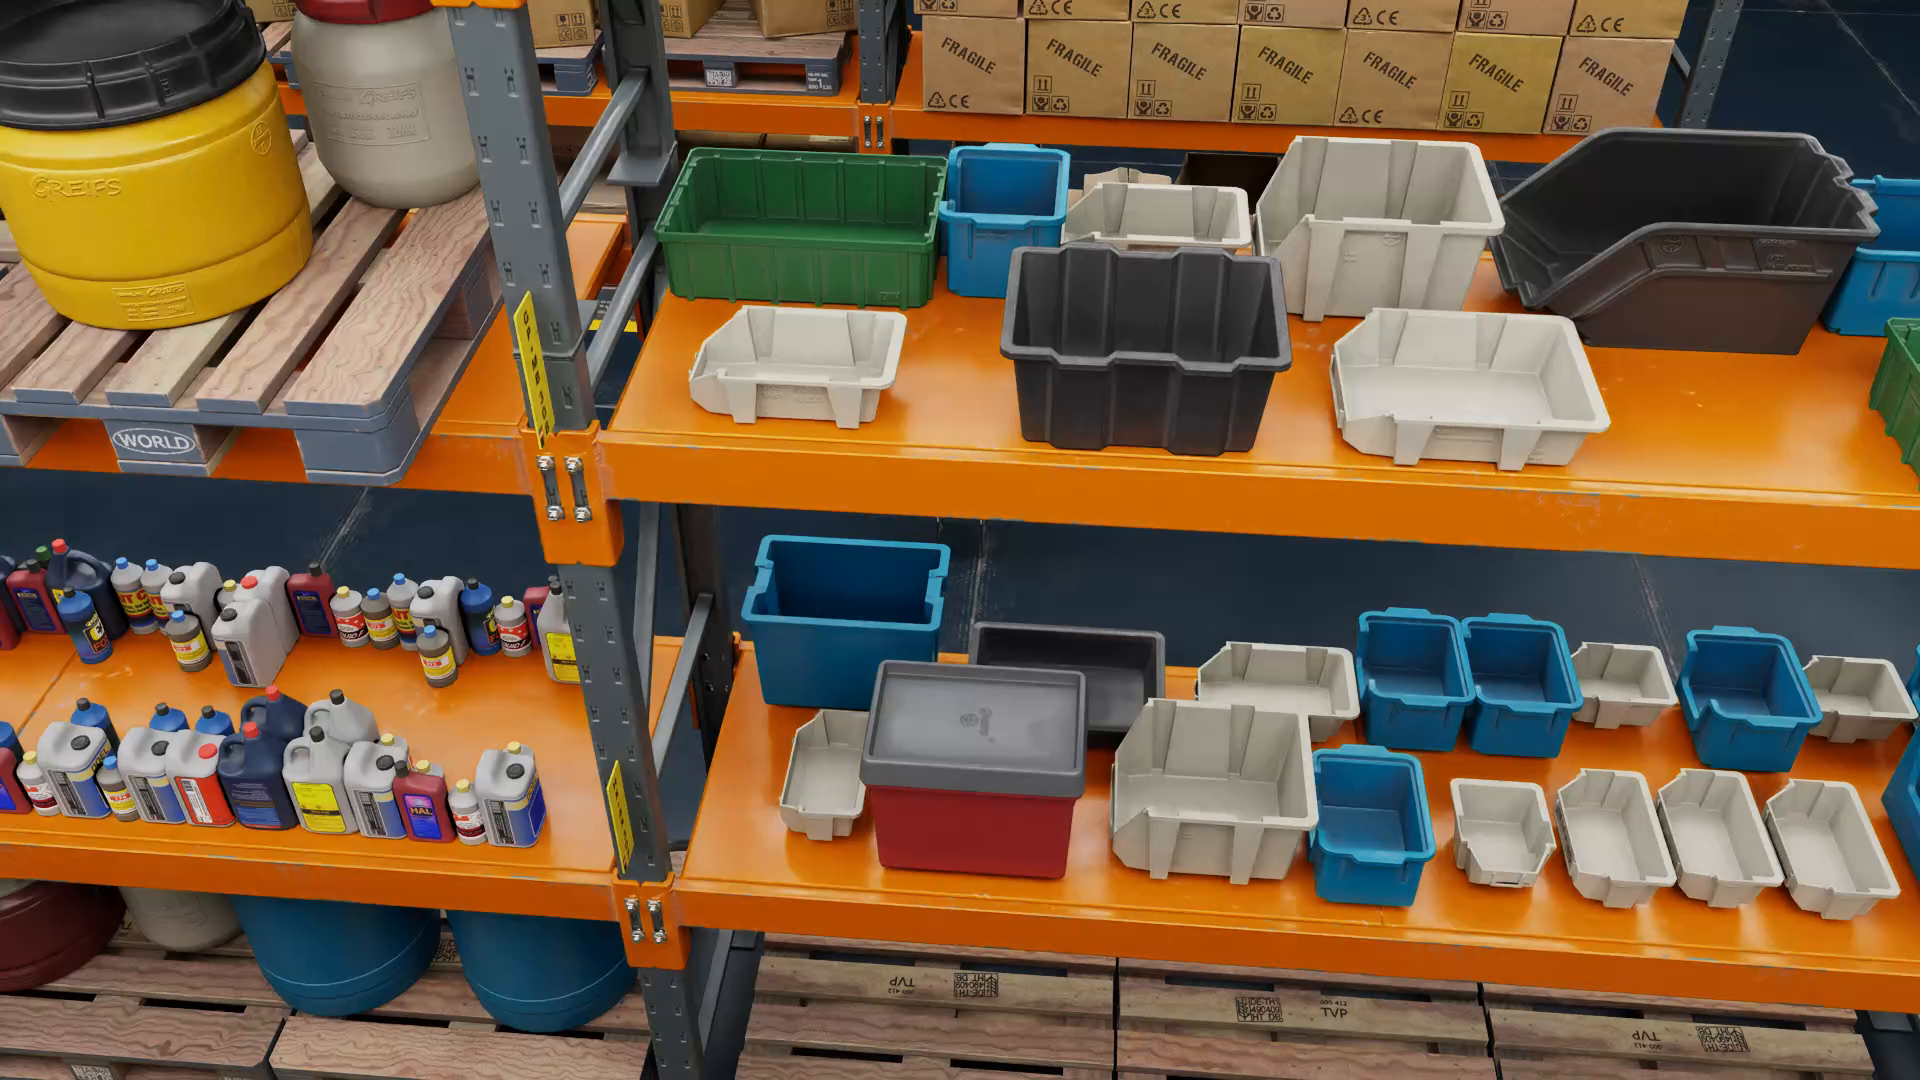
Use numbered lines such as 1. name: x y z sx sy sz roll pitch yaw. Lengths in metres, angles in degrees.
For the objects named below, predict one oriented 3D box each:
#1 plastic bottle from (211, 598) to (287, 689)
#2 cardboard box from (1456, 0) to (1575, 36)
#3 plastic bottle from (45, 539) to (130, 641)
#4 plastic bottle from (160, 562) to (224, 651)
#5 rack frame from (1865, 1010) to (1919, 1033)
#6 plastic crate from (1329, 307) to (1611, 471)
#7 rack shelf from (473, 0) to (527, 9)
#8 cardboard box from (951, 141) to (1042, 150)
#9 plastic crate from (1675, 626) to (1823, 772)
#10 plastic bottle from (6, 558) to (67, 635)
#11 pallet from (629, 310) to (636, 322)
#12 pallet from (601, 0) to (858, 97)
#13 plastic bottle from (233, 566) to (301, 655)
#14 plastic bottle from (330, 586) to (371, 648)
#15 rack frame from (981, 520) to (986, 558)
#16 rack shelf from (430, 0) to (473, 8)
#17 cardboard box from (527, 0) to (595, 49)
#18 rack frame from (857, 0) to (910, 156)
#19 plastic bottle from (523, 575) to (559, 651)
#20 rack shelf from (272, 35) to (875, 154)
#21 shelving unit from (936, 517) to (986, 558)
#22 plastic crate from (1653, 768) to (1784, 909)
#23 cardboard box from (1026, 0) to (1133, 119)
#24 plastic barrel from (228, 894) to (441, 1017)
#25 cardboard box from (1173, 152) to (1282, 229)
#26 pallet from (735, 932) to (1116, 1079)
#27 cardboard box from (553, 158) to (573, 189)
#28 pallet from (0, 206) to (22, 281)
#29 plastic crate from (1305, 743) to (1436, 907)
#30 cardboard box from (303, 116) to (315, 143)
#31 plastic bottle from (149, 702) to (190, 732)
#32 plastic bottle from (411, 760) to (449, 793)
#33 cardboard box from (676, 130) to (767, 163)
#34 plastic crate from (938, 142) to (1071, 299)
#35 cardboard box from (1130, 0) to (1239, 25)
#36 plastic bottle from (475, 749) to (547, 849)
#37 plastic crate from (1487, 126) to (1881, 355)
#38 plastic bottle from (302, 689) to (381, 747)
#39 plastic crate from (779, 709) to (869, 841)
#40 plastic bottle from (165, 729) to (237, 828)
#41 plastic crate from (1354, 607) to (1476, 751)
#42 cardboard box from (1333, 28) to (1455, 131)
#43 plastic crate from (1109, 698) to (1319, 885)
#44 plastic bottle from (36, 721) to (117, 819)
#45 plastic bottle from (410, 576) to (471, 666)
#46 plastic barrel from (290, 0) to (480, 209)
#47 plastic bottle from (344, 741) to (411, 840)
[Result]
1. plastic bottle: -2.187 0.304 5.098 0.135 0.276 0.152 3 39 4
2. cardboard box: 2.622 -2.726 7.852 0.500 0.500 0.500 4 39 5
3. plastic bottle: -2.758 0.145 5.234 0.185 0.351 0.144 3 39 4
4. plastic bottle: -2.405 0.196 5.231 0.135 0.276 0.152 3 39 4
5. rack frame: 3.162 0.694 4.522 0.127 3.000 1.000 3 39 4
6. plastic crate: 1.082 -0.324 3.605 0.530 0.136 0.437 3 39 4
7. rack shelf: 1.169 -1.308 3.115 4.000 0.370 1.077 3 39 4
8. cardboard box: 0.200 -1.988 9.448 0.500 0.500 0.500 3 39 4
9. plastic crate: 2.288 0.479 4.870 0.300 0.233 0.416 3 39 4
10. plastic bottle: -2.918 0.175 5.252 0.133 0.283 0.061 3 39 4
11. pallet: -1.206 -1.578 9.522 1.213 0.211 1.003 3 39 4
12. pallet: -1.179 -2.677 8.815 1.213 0.211 1.003 3 39 4
13. plastic bottle: -2.174 0.209 5.216 0.135 0.276 0.152 3 39 4
14. plastic bottle: -1.923 0.234 5.244 0.097 0.201 0.097 0 39 0
15. rack frame: 0.109 -0.343 7.459 0.006 0.900 0.240 3 39 4
16. rack shelf: -2.816 -1.526 3.383 4.000 0.370 1.077 3 39 4
17. cardboard box: -2.158 -2.898 8.523 0.500 0.500 0.700 -6 40 -8
18. rack frame: -0.392 -2.639 8.616 0.127 3.000 1.000 3 39 4
19. plastic bottle: -1.285 0.226 5.189 0.133 0.283 0.061 3 39 4
20. rack shelf: -2.385 -2.469 8.977 4.000 0.370 1.077 3 39 4
21. shelving unit: 0.008 -0.349 7.465 0.210 0.900 0.258 3 39 4
22. plastic crate: 2.046 0.817 4.531 0.243 0.136 0.396 3 39 4
23. cardboard box: 0.603 -2.453 8.308 0.500 0.500 0.500 4 39 5
24. plastic barrel: -2.069 1.048 5.416 0.708 0.901 0.600 3 39 4
25. cardboard box: 1.480 -1.743 9.144 0.637 0.503 0.797 3 39 4
26. pallet: -0.087 1.573 5.650 1.213 0.211 1.003 3 39 4
27. cardboard box: -2.407 -1.773 9.184 0.500 0.500 0.500 2 39 2
28. pallet: -2.743 -0.655 3.953 1.213 0.211 1.003 3 39 4
29. plastic crate: 1.094 0.785 4.495 0.300 0.233 0.416 3 39 4
30. cardboard box: -3.369 -2.445 9.416 0.500 0.250 0.500 5 39 6
31. plastic bottle: -2.252 0.573 4.771 0.097 0.271 0.097 0 39 0
32. plastic bottle: -1.489 0.700 4.671 0.097 0.201 0.097 0 39 0
33. cardboard box: -1.385 -2.042 9.514 0.500 0.500 0.500 4 39 4
34. plastic crate: 0.111 -0.774 4.081 0.300 0.233 0.416 3 39 4
35. cardboard box: 1.079 -2.807 7.951 0.500 0.500 0.500 2 39 3
36. plastic bottle: -1.244 0.706 4.605 0.135 0.276 0.152 3 39 4
37. plastic crate: 1.664 -0.702 3.909 0.767 0.338 0.504 3 39 4
38. plastic bottle: -1.755 0.560 4.725 0.185 0.351 0.144 3 39 4
39. plastic crate: -0.372 0.670 4.712 0.243 0.136 0.396 3 39 4
40. plastic bottle: -2.110 0.658 4.663 0.135 0.276 0.152 3 39 4
41. plastic crate: 1.334 0.427 4.935 0.300 0.233 0.416 3 39 4
42. cardboard box: 2.110 -2.370 8.206 0.500 0.500 0.500 3 39 4
43. plastic crate: 0.682 0.698 4.563 0.530 0.282 0.437 3 39 4
44. plastic bottle: -2.475 0.638 4.688 0.135 0.276 0.152 3 39 4
45. plastic bottle: -1.616 0.239 5.178 0.135 0.276 0.152 3 39 4
46. plastic barrel: -1.326 -1.089 3.896 0.433 0.535 0.433 0 39 0
47. plastic bottle: -1.608 0.686 4.630 0.135 0.276 0.152 3 39 4
